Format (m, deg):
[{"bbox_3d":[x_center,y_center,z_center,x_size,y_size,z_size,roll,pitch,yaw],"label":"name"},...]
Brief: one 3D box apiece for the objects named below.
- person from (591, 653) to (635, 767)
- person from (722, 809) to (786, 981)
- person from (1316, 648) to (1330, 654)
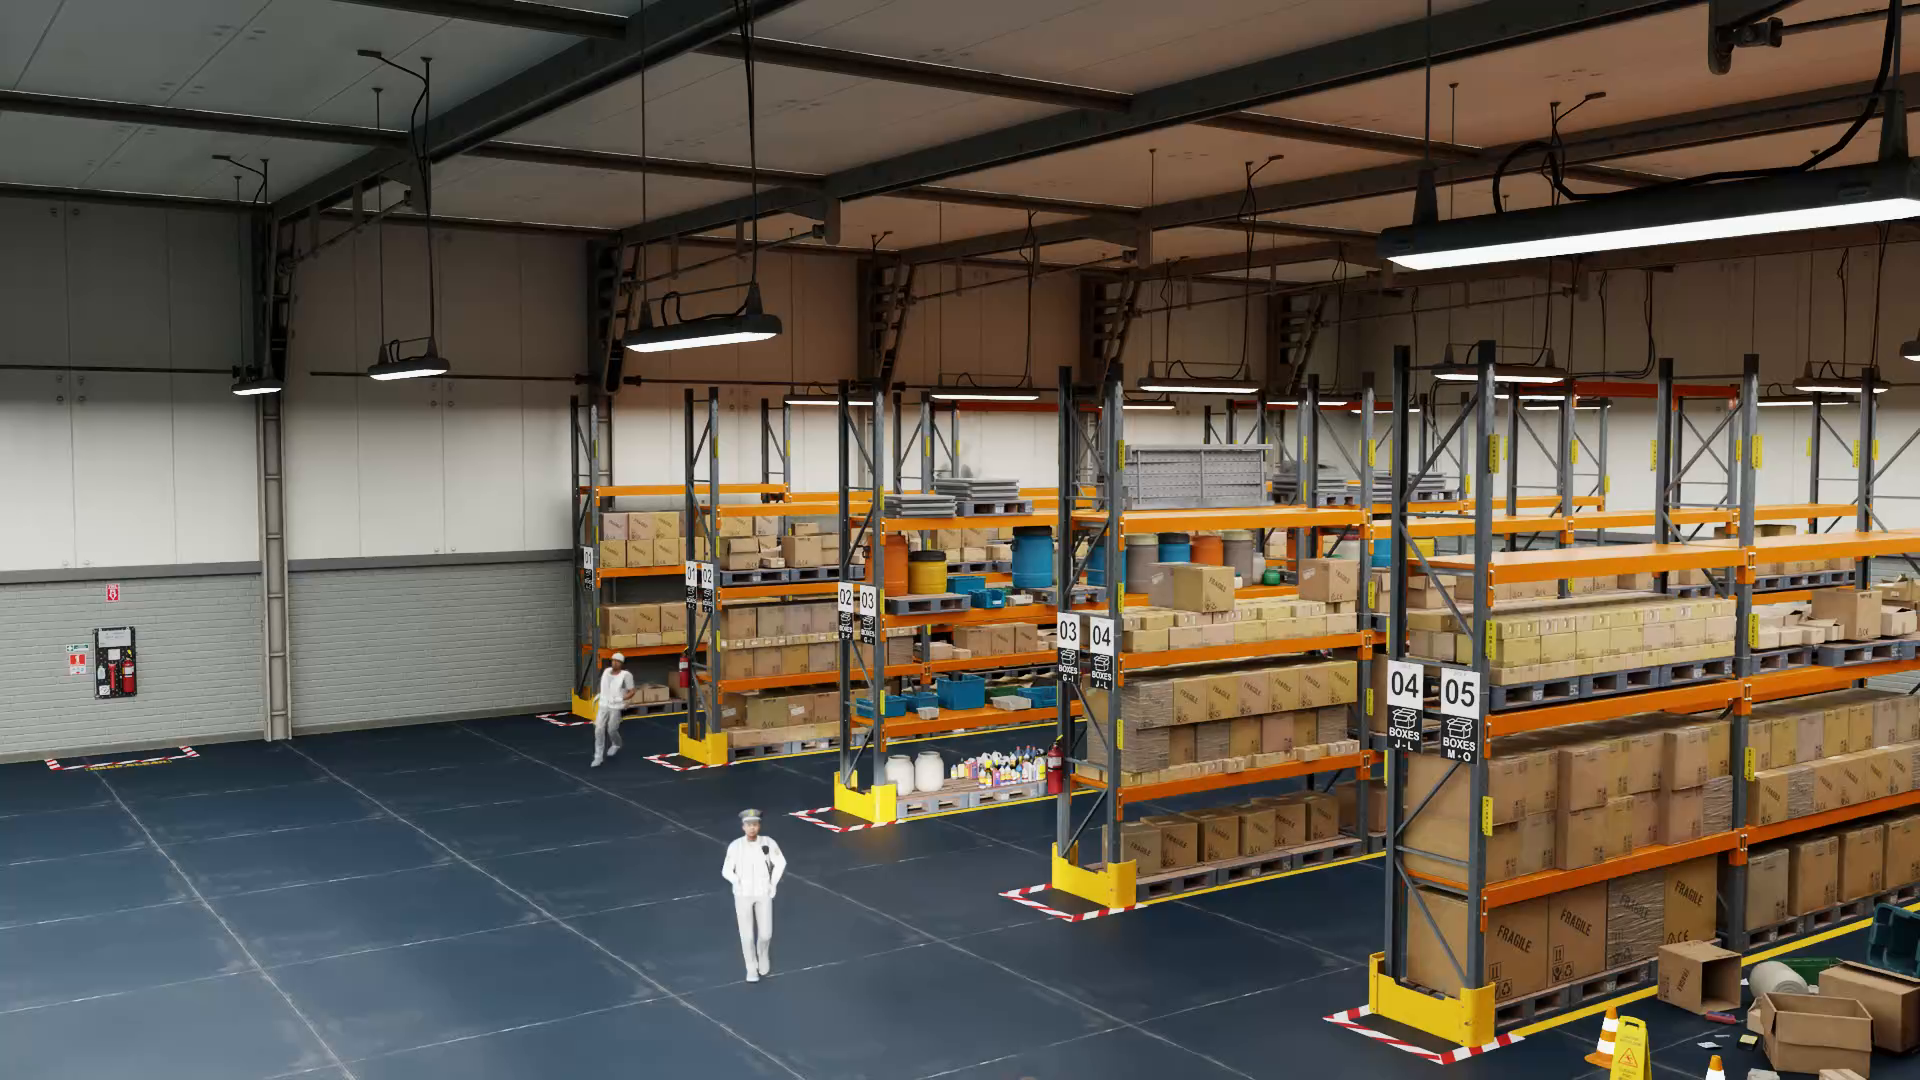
[{"bbox_3d":[-5.553,2.690,26.550,0.731,1.758,0.872,1,4,14],"label":"person"},{"bbox_3d":[-1.950,3.378,15.775,0.603,1.654,0.542,0,3,-7],"label":"person"},{"bbox_3d":[7.053,2.381,31.902,0.655,1.755,0.715,3,4,39],"label":"person"}]
